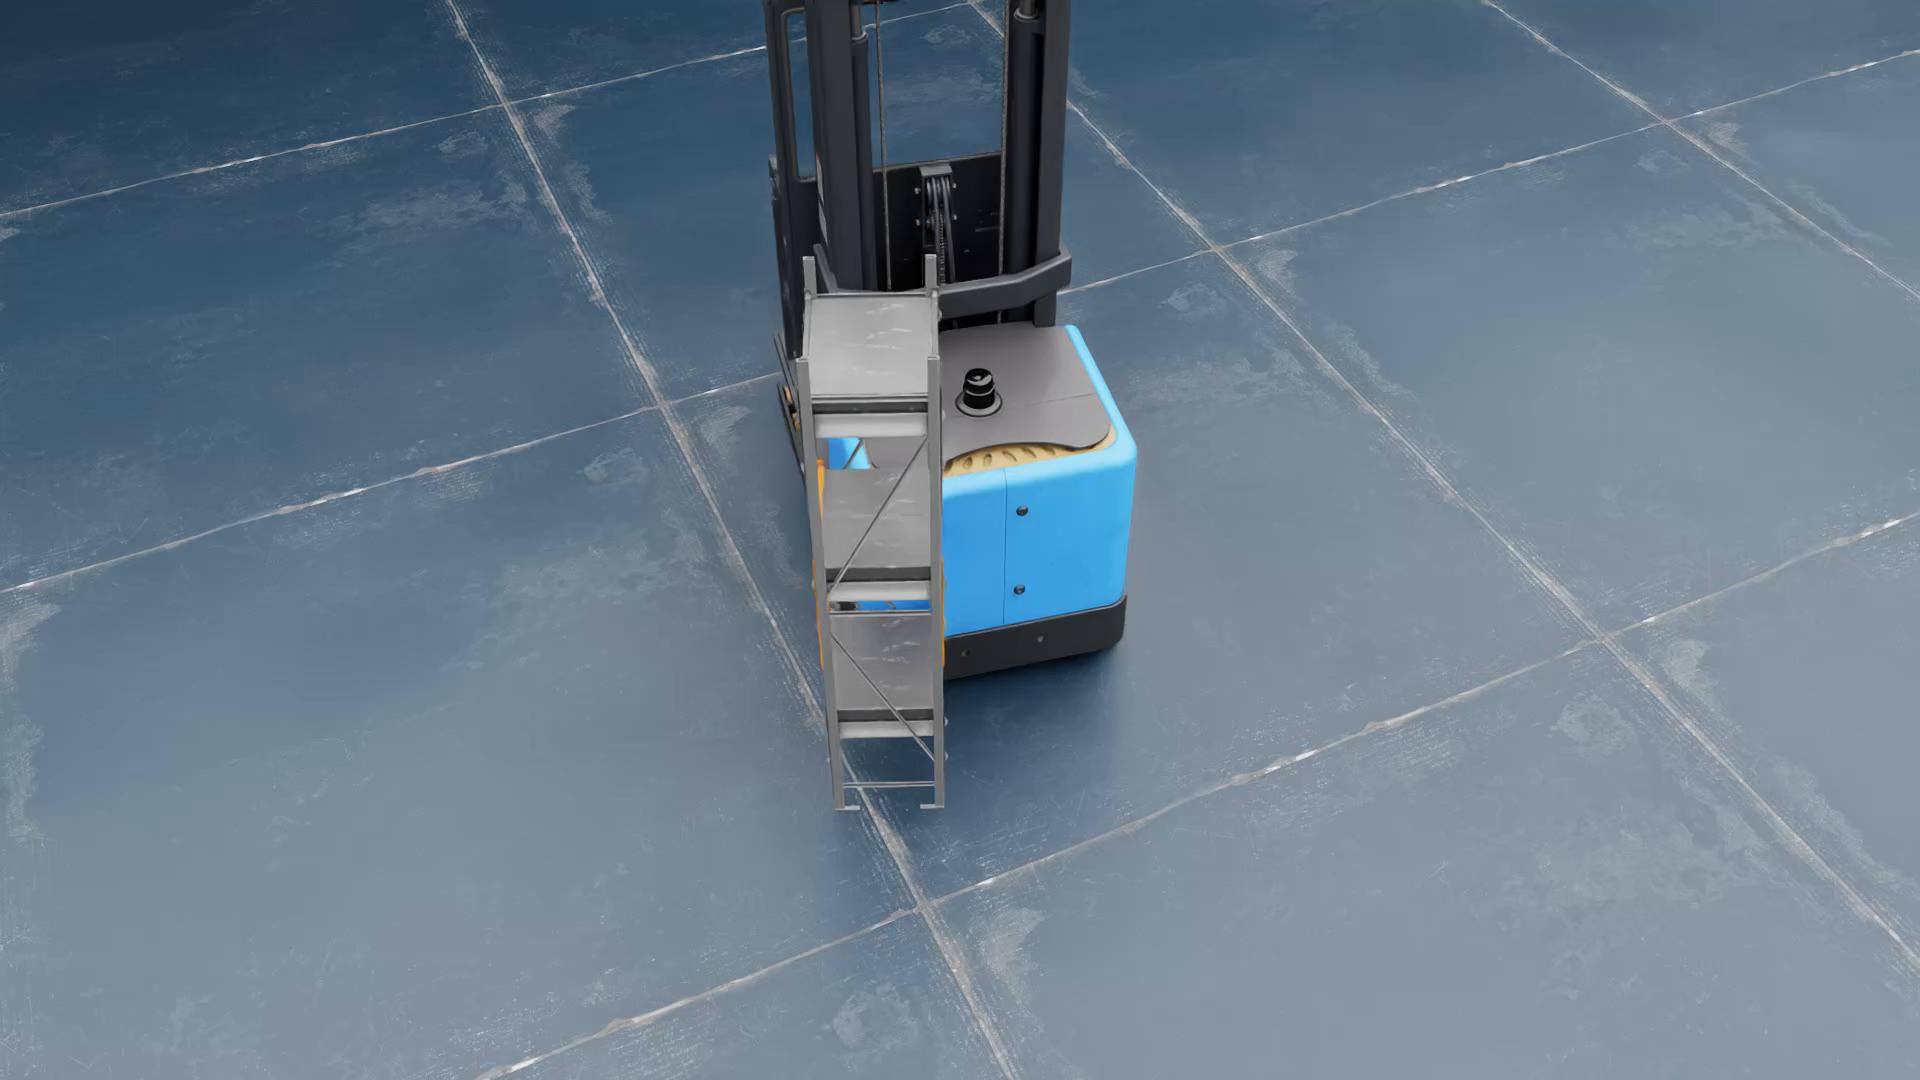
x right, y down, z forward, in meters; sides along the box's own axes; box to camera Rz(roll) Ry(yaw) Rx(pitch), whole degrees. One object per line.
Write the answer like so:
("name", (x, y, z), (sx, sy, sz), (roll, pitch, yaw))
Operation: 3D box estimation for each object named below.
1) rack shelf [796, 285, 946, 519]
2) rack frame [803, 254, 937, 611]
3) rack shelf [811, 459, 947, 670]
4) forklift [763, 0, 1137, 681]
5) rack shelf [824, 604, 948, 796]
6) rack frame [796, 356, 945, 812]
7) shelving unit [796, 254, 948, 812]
("rack shelf", (-0.264, -0.419, 5.071), (0.431, 0.518, 0.480), (-1, 45, -1))
("rack frame", (-0.271, -0.102, 5.727), (0.400, 2.100, 0.015), (-1, 45, -1))
("rack shelf", (-0.264, 0.079, 5.563), (0.431, 0.518, 0.480), (-1, 45, -1))
("forklift", (-0.211, -1.517, 6.569), (1.130, 2.935, 3.031), (-10, 46, -10))
("rack shelf", (-0.264, 0.577, 6.055), (0.431, 0.518, 0.480), (-1, 45, -1))
("rack frame", (-0.257, 0.241, 5.380), (0.400, 2.100, 0.015), (-1, 45, -1))
("shelving unit", (-0.264, 0.070, 5.553), (0.431, 2.100, 0.503), (-1, 45, -1))
